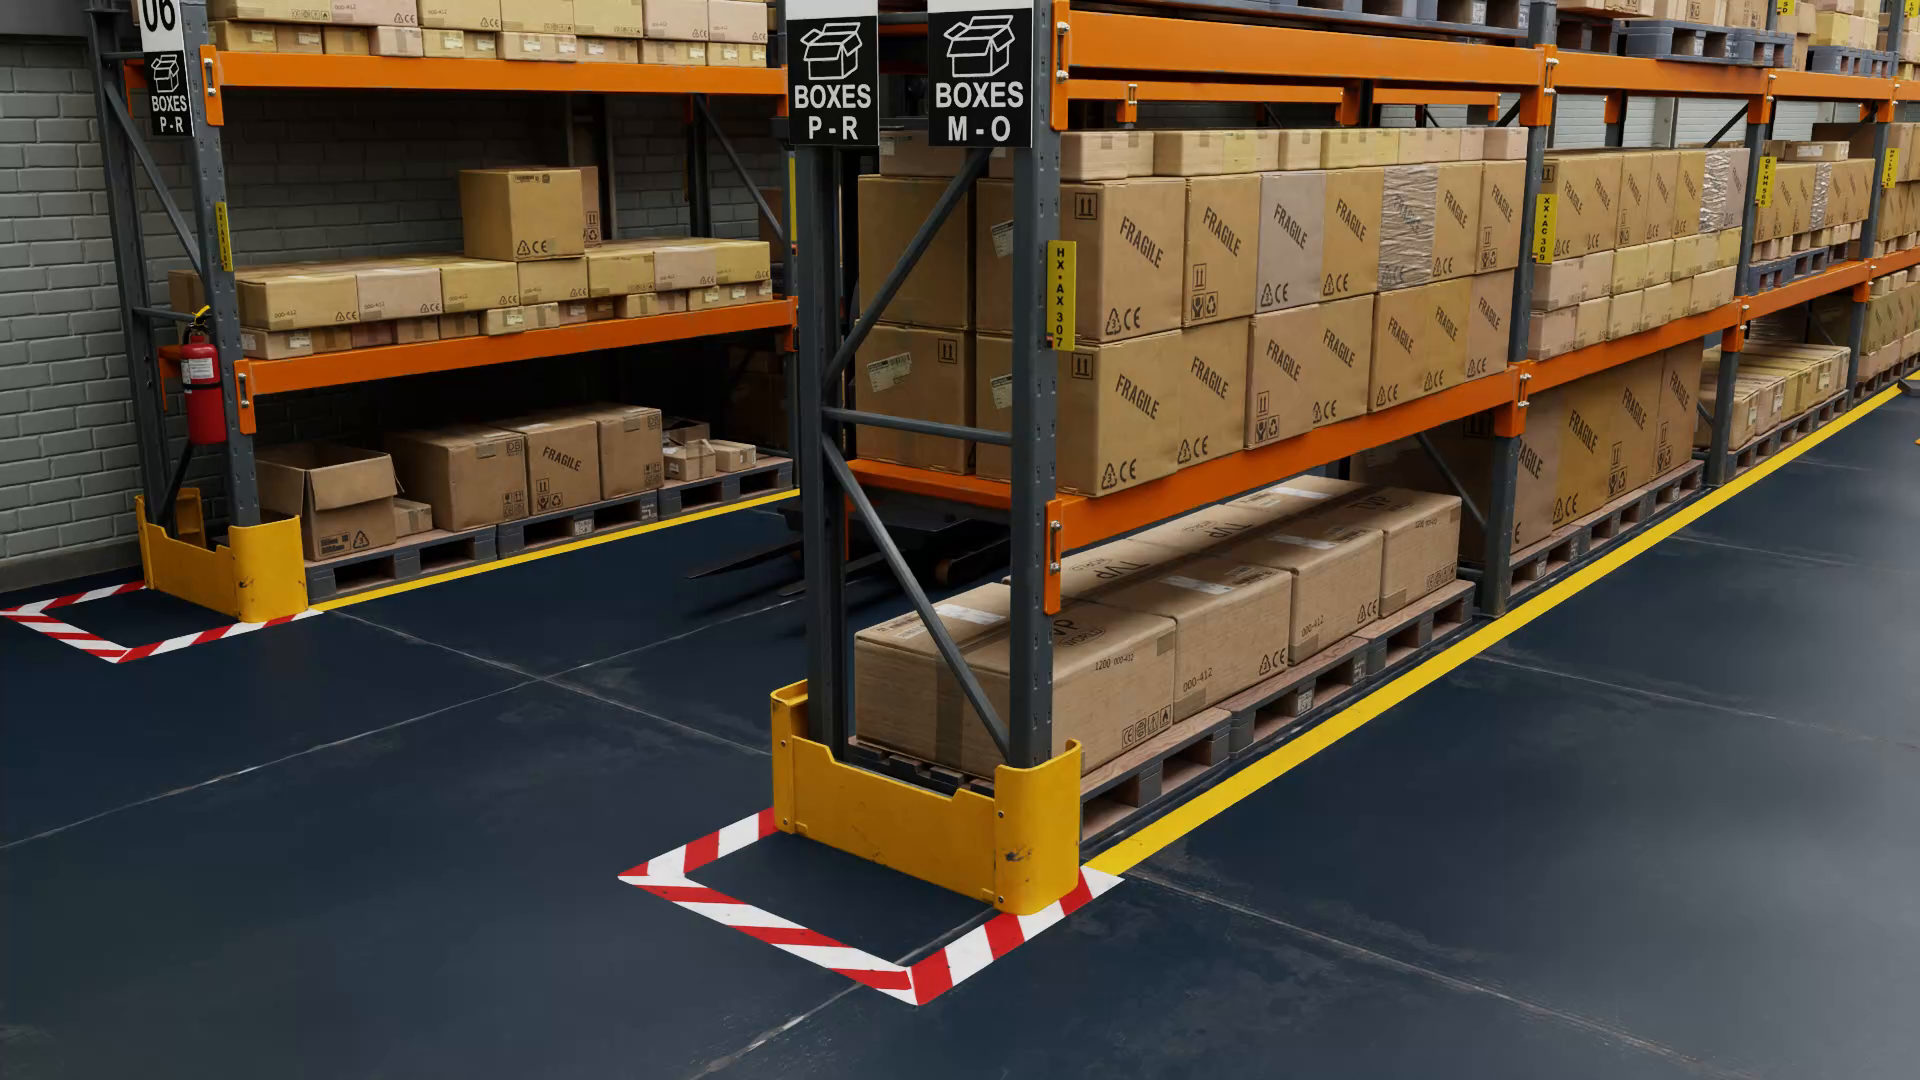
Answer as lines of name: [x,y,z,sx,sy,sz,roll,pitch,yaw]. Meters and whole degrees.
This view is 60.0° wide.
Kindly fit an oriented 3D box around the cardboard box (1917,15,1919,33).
cardboard box: [8.184,-4.494,14.521,0.380,0.149,0.250,11,18,36]

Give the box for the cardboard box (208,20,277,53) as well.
cardboard box: [-3.605,-2.489,8.246,0.380,0.149,0.250,12,18,39]

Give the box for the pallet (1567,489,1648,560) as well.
pallet: [3.583,-0.173,10.375,1.003,0.211,1.213,11,18,38]

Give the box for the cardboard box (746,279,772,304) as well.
cardboard box: [-1.477,-1.676,11.138,0.380,0.149,0.250,12,18,38]

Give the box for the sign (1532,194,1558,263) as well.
sign: [2.823,-1.503,8.027,0.100,0.325,0.005,11,18,38]

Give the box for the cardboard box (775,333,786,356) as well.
cardboard box: [-1.087,-1.385,11.786,0.380,0.149,0.250,11,18,37]

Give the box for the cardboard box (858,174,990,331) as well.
cardboard box: [-0.006,-1.027,5.838,0.500,0.500,0.500,12,19,39]

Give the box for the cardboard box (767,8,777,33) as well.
cardboard box: [-1.336,-3.551,11.369,0.380,0.149,0.250,11,18,37]

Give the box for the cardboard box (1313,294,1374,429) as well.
cardboard box: [1.333,-0.755,6.798,0.500,0.500,0.500,12,19,39]

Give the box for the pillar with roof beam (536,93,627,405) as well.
pillar with roof beam: [0.737,-4.145,8.164,9.100,9.000,0.400,11,18,38]

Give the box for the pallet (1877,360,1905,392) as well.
pallet: [8.580,-1.680,16.306,1.003,0.211,1.213,11,18,38]

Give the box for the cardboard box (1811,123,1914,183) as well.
cardboard box: [7.864,-3.390,14.539,0.700,0.500,0.500,11,18,37]

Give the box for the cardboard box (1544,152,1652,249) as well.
cardboard box: [3.506,-1.901,9.278,0.500,0.500,0.500,11,18,36]

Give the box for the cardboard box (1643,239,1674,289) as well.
cardboard box: [3.846,-1.634,9.754,0.500,0.250,0.500,11,18,36]

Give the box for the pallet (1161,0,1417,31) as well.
pallet: [1.101,-2.154,6.596,1.003,0.211,1.213,11,18,38]

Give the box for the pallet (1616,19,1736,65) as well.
pallet: [3.841,-2.913,9.787,1.003,0.211,1.213,12,19,40]

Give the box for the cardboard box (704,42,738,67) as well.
cardboard box: [-1.625,-3.069,10.529,0.380,0.149,0.250,11,18,37]

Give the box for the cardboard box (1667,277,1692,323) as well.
cardboard box: [4.151,-1.492,10.210,0.500,0.250,0.500,11,18,37]

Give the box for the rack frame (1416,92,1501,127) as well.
rack frame: [6.069,-4.196,20.547,1.000,3.000,0.127,11,18,38]

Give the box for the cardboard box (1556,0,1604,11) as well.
cardboard box: [2.977,-2.764,8.240,0.396,0.266,0.258,11,18,37]

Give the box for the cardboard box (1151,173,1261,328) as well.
cardboard box: [0.719,-1.045,5.912,0.500,0.500,0.500,11,18,36]

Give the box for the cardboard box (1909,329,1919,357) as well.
cardboard box: [9.302,-2.005,16.654,0.500,0.250,0.500,11,18,38]

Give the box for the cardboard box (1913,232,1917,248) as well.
cardboard box: [8.814,-2.847,15.750,0.380,0.149,0.250,11,18,37]

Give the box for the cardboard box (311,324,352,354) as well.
cardboard box: [-3.443,-1.086,8.817,0.380,0.149,0.250,12,18,39]

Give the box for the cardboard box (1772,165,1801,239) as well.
cardboard box: [5.689,-2.444,11.991,0.500,0.500,0.500,12,19,40]

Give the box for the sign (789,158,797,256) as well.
sign: [-0.537,-1.127,5.634,0.100,0.325,0.005,11,18,38]

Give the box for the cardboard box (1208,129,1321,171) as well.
cardboard box: [1.142,-1.483,6.318,0.380,0.149,0.250,11,18,38]

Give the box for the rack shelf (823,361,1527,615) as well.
rack shelf: [1.133,-0.399,7.061,1.077,0.370,4.000,11,18,38]

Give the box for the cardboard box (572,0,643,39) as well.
cardboard box: [-2.230,-3.094,9.820,0.500,0.250,0.500,12,18,39]

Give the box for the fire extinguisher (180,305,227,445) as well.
fire extinguisher: [-3.720,-0.814,8.149,0.296,0.674,0.183,11,18,38]

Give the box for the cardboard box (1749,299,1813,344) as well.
cardboard box: [7.582,-2.052,15.315,0.500,0.500,0.500,11,18,37]

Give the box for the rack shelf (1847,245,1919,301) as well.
rack shelf: [8.676,-2.697,16.107,1.077,0.370,4.000,11,18,38]

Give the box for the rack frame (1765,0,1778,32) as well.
rack frame: [4.905,-4.804,10.757,1.000,3.000,0.127,11,18,38]

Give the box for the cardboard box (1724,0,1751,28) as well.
cardboard box: [4.430,-3.383,10.200,0.700,0.500,0.500,10,17,35]

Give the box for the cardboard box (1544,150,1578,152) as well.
cardboard box: [3.443,-2.084,9.999,0.500,0.500,0.500,12,18,38]

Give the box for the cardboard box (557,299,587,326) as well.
cardboard box: [-2.460,-1.383,9.985,0.380,0.149,0.250,11,18,37]

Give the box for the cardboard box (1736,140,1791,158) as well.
cardboard box: [6.848,-3.338,14.191,0.380,0.149,0.250,11,18,37]

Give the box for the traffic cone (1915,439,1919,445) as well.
traffic cone: [7.728,-0.979,13.036,0.336,0.463,0.334,11,18,38]

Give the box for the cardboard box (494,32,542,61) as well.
cardboard box: [-2.566,-2.767,9.343,0.380,0.149,0.250,11,18,38]

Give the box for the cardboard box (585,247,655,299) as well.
cardboard box: [-2.230,-1.642,10.196,0.500,0.250,0.500,11,18,37]

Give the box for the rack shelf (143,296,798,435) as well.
rack shelf: [-2.730,-1.166,10.082,1.077,0.370,4.000,11,18,38]

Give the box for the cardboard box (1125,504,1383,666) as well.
cardboard box: [1.350,0.183,7.661,0.875,0.438,0.875,11,18,36]

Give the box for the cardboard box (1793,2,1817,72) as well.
cardboard box: [5.841,-3.697,12.281,0.797,0.503,0.637,11,18,38]

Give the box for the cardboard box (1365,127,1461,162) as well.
cardboard box: [2.030,-1.790,7.524,0.380,0.149,0.250,11,18,38]

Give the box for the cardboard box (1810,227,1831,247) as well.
cardboard box: [6.657,-2.410,13.174,0.380,0.149,0.250,11,18,37]

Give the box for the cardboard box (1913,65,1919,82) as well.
cardboard box: [8.448,-4.214,15.035,0.380,0.149,0.250,11,18,36]

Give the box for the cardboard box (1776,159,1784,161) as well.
cardboard box: [6.586,-2.917,13.854,0.500,0.500,0.500,11,18,38]

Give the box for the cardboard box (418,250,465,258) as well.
cardboard box: [-2.935,-1.625,10.128,0.500,0.250,0.500,11,18,37]

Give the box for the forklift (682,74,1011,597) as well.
forklift: [-0.333,-1.290,9.249,1.130,2.935,3.031,9,17,31]

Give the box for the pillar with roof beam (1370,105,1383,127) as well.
pillar with roof beam: [8.279,-6.443,17.211,9.100,9.000,0.400,11,18,38]

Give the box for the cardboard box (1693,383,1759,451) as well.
cardboard box: [5.267,-0.933,12.187,0.950,0.372,0.625,10,17,34]

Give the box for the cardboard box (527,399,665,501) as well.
cardboard box: [-2.309,-0.583,10.548,0.700,0.500,0.500,10,18,35]
